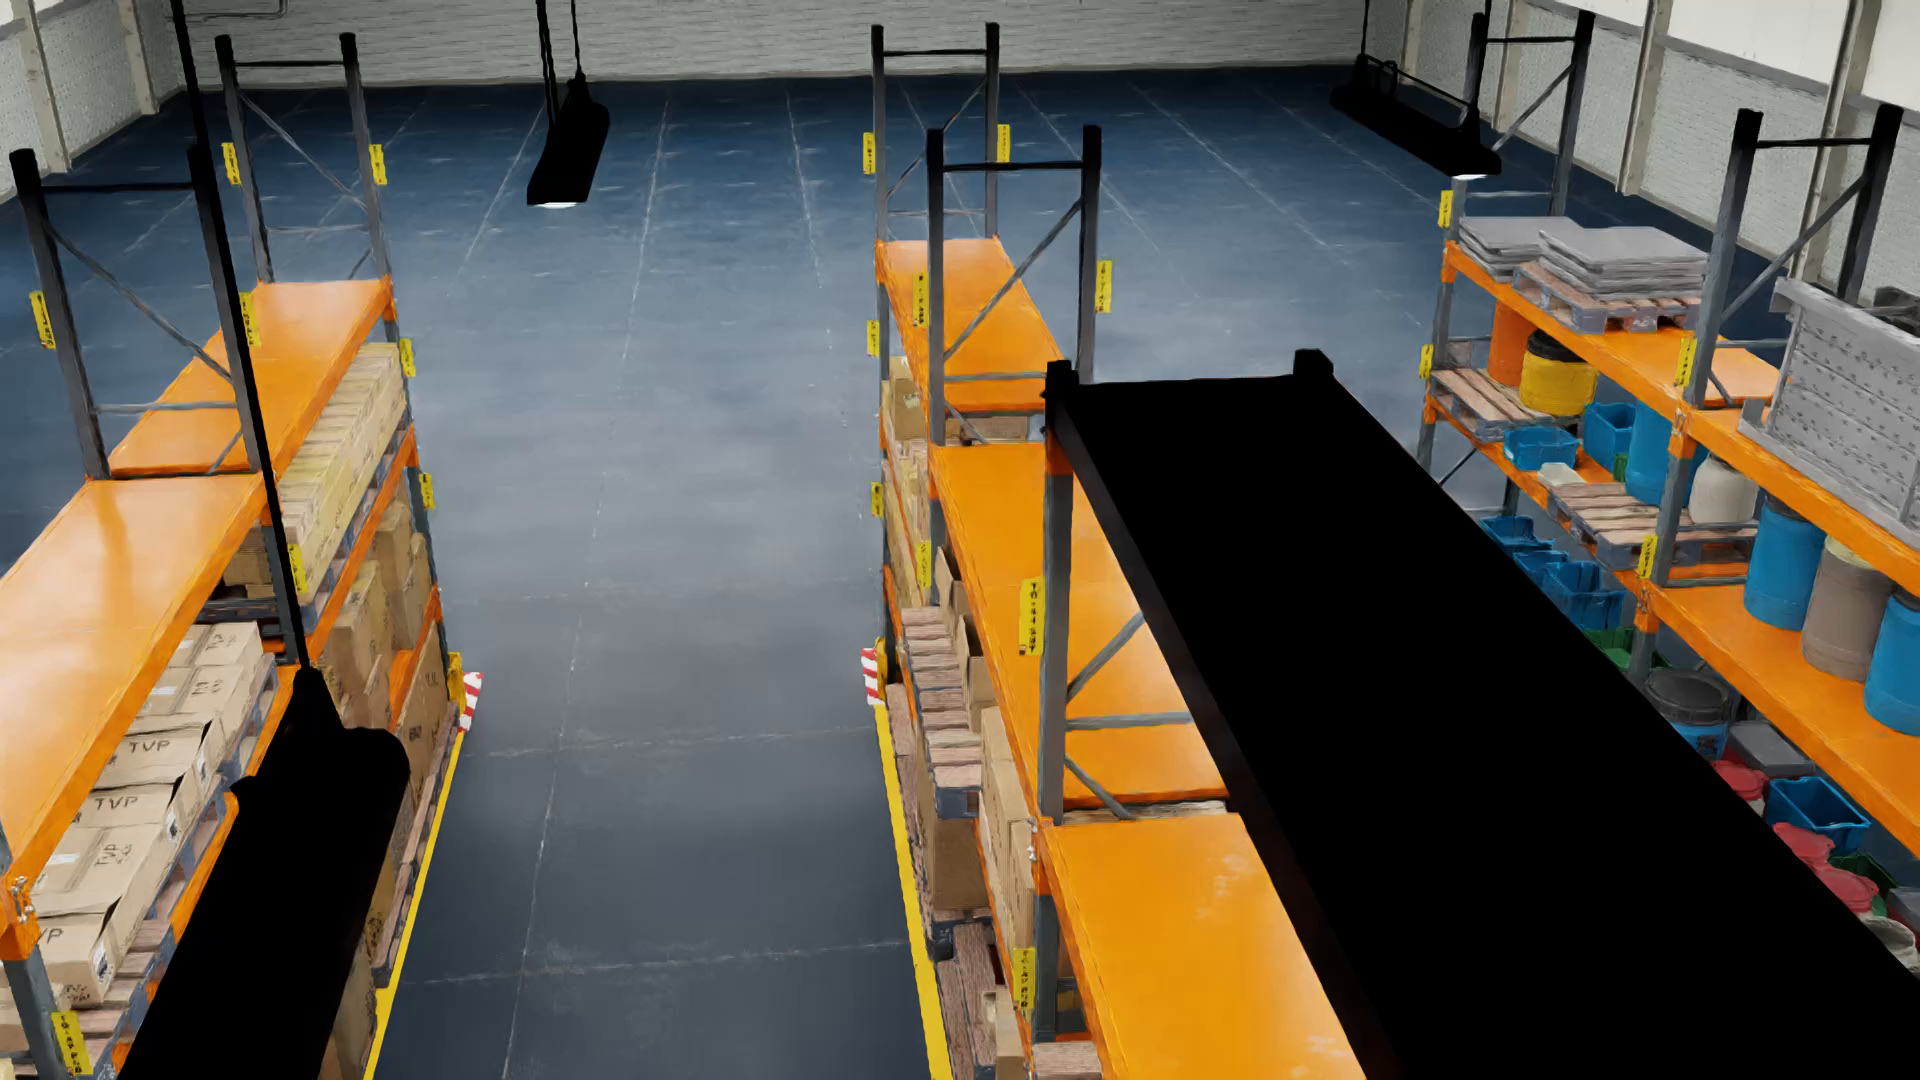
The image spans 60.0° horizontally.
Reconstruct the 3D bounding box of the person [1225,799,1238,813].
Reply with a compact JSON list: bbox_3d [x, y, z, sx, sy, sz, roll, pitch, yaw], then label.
[{"bbox_3d":[2.100,2.074,12.146,0.603,1.724,1.111,-3,26,-7],"label":"person"}]
